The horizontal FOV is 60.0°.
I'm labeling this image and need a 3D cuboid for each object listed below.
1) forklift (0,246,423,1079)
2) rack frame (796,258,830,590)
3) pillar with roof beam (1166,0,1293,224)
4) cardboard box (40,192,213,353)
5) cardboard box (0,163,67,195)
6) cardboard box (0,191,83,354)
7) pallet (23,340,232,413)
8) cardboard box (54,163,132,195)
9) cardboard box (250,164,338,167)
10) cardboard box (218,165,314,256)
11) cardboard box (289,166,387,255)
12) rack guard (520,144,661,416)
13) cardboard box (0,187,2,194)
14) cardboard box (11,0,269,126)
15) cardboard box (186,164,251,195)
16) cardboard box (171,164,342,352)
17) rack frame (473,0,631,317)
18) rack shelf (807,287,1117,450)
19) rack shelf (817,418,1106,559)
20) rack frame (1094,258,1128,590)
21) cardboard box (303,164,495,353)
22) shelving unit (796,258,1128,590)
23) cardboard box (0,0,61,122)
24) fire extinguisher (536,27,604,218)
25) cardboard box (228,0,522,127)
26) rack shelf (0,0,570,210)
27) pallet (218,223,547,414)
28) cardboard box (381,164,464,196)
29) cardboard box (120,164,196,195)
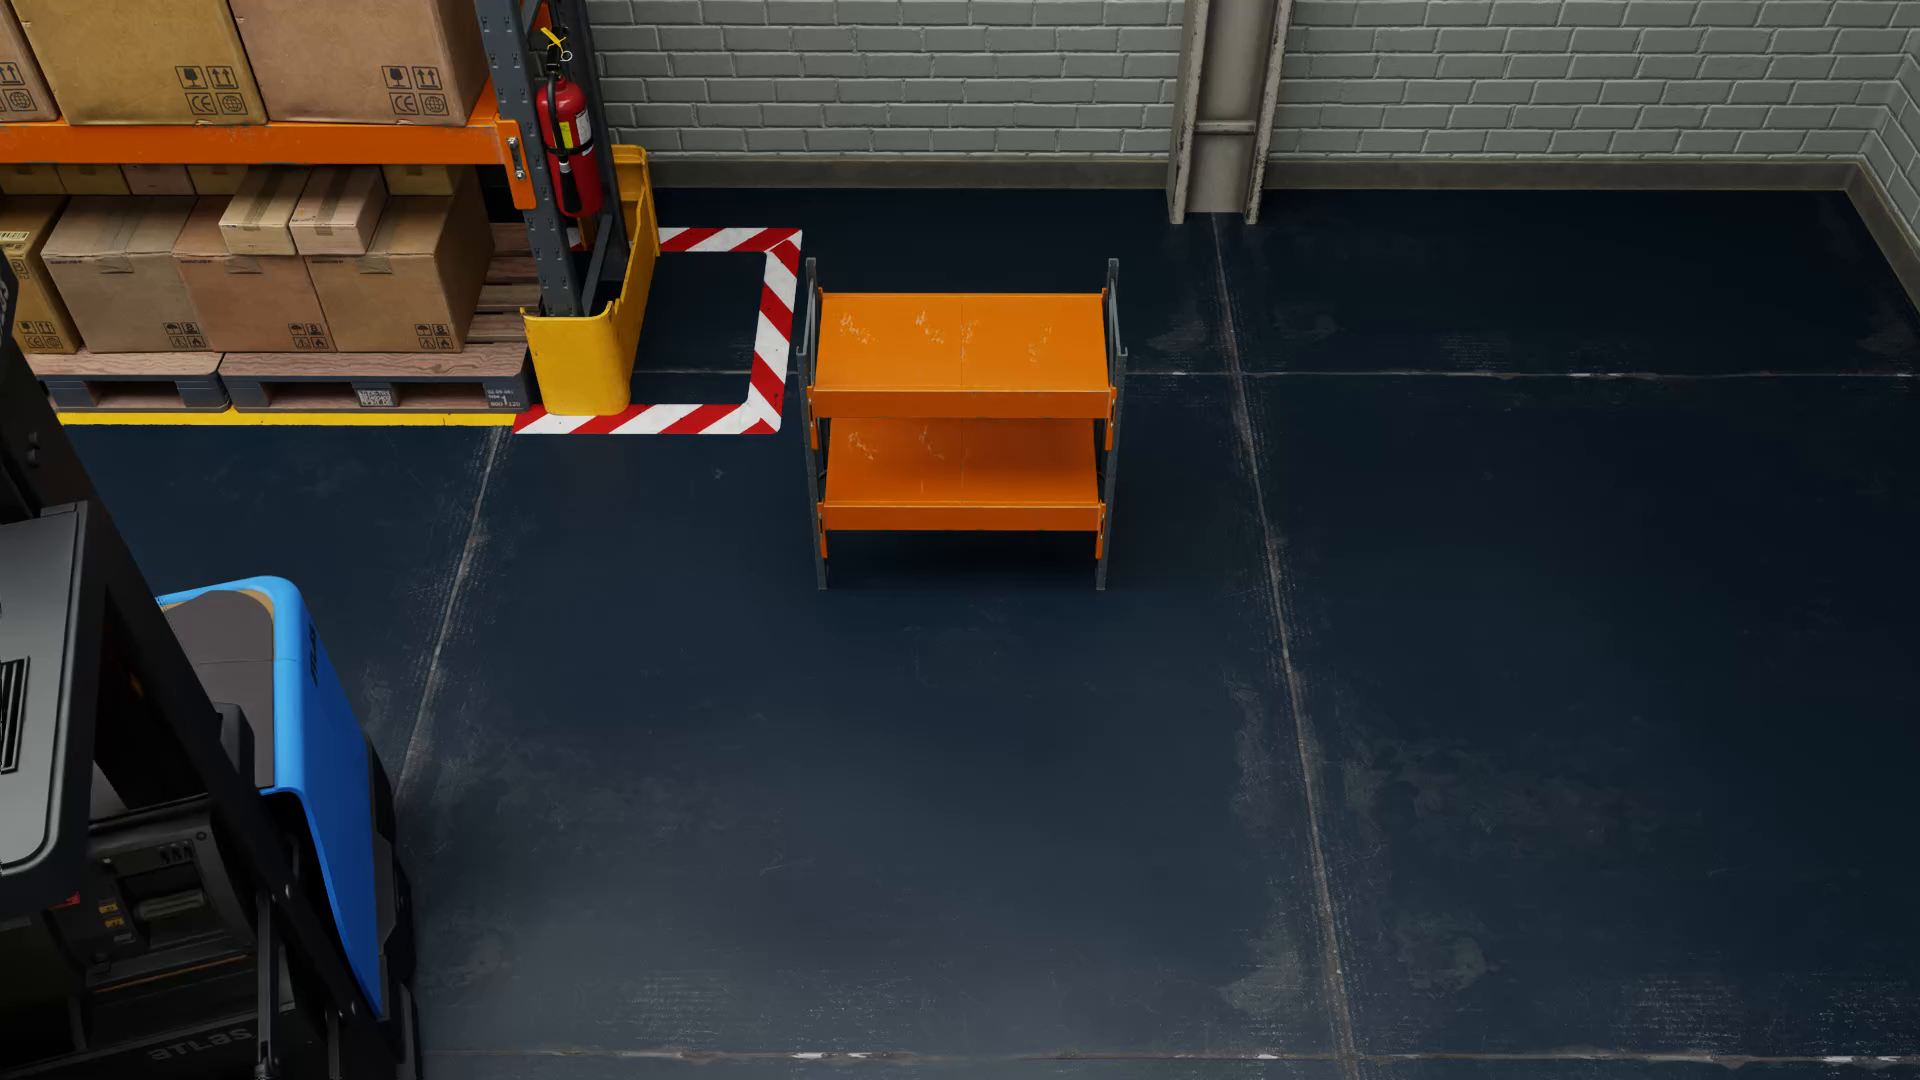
[{"bbox_3d":[-1.962,0.954,3.360,1.130,2.935,3.031,-12,48,-11],"label":"forklift"},{"bbox_3d":[-0.502,-0.385,5.840,0.032,1.125,0.500,0,47,0],"label":"rack frame"},{"bbox_3d":[1.146,-1.471,1.472,0.400,9.000,9.100,0,47,0],"label":"pillar with roof beam"},{"bbox_3d":[-3.245,-1.175,6.715,0.500,0.500,0.700,-1,47,-1],"label":"cardboard box"},{"bbox_3d":[-3.637,-1.543,6.615,0.250,0.149,0.380,-1,47,-1],"label":"cardboard box"},{"bbox_3d":[-3.778,-1.171,6.712,0.500,0.500,0.700,1,47,1],"label":"cardboard box"},{"bbox_3d":[-3.558,-0.953,6.993,1.213,0.211,1.003,0,47,0],"label":"pallet"},{"bbox_3d":[-3.384,-1.542,6.614,0.250,0.149,0.380,1,47,1],"label":"cardboard box"},{"bbox_3d":[-2.622,-1.541,6.612,0.250,0.149,0.380,0,47,0],"label":"cardboard box"},{"bbox_3d":[-2.626,-1.261,6.352,0.250,0.149,0.380,1,47,1],"label":"cardboard box"},{"bbox_3d":[-2.371,-1.261,6.352,0.250,0.149,0.380,0,47,0],"label":"cardboard box"},{"bbox_3d":[-1.517,-1.101,6.933,0.348,0.500,1.175,0,47,0],"label":"rack guard"},{"bbox_3d":[-3.895,-1.543,6.615,0.250,0.149,0.380,1,47,1],"label":"cardboard box"},{"bbox_3d":[-2.779,-2.043,5.897,0.700,0.700,0.980,0,47,0],"label":"cardboard box"},{"bbox_3d":[-2.873,-1.542,6.613,0.250,0.149,0.380,1,47,0],"label":"cardboard box"},{"bbox_3d":[-2.742,-1.174,6.714,0.500,0.500,0.700,0,47,0],"label":"cardboard box"},{"bbox_3d":[-1.541,-1.953,6.018,0.127,3.000,1.000,0,47,0],"label":"rack frame"},{"bbox_3d":[0.007,-0.583,5.624,1.000,0.278,0.538,0,47,0],"label":"rack shelf"},{"bbox_3d":[0.007,-0.217,6.017,1.000,0.278,0.538,0,47,0],"label":"rack shelf"},{"bbox_3d":[0.515,-0.382,5.837,0.032,1.125,0.500,0,47,0],"label":"rack frame"},{"bbox_3d":[-2.242,-1.173,6.713,0.500,0.500,0.700,0,47,0],"label":"cardboard box"},{"bbox_3d":[0.007,-0.383,5.838,1.048,1.125,0.538,0,47,0],"label":"shelving unit"},{"bbox_3d":[-3.541,-2.052,5.905,0.700,0.700,0.980,-2,47,-2],"label":"cardboard box"},{"bbox_3d":[-1.392,-1.461,5.868,0.183,0.674,0.296,0,47,0],"label":"fire extinguisher"},{"bbox_3d":[-2.051,-2.049,5.903,0.700,0.700,0.980,2,47,2],"label":"cardboard box"},{"bbox_3d":[-3.541,-1.713,6.287,4.000,0.370,1.077,0,47,0],"label":"rack shelf"},{"bbox_3d":[-2.341,-0.947,6.988,1.213,0.211,1.003,0,47,0],"label":"pallet"},{"bbox_3d":[-2.116,-1.540,6.612,0.250,0.149,0.380,0,47,0],"label":"cardboard box"},{"bbox_3d":[-3.127,-1.542,6.614,0.250,0.149,0.380,1,47,1],"label":"cardboard box"}]
